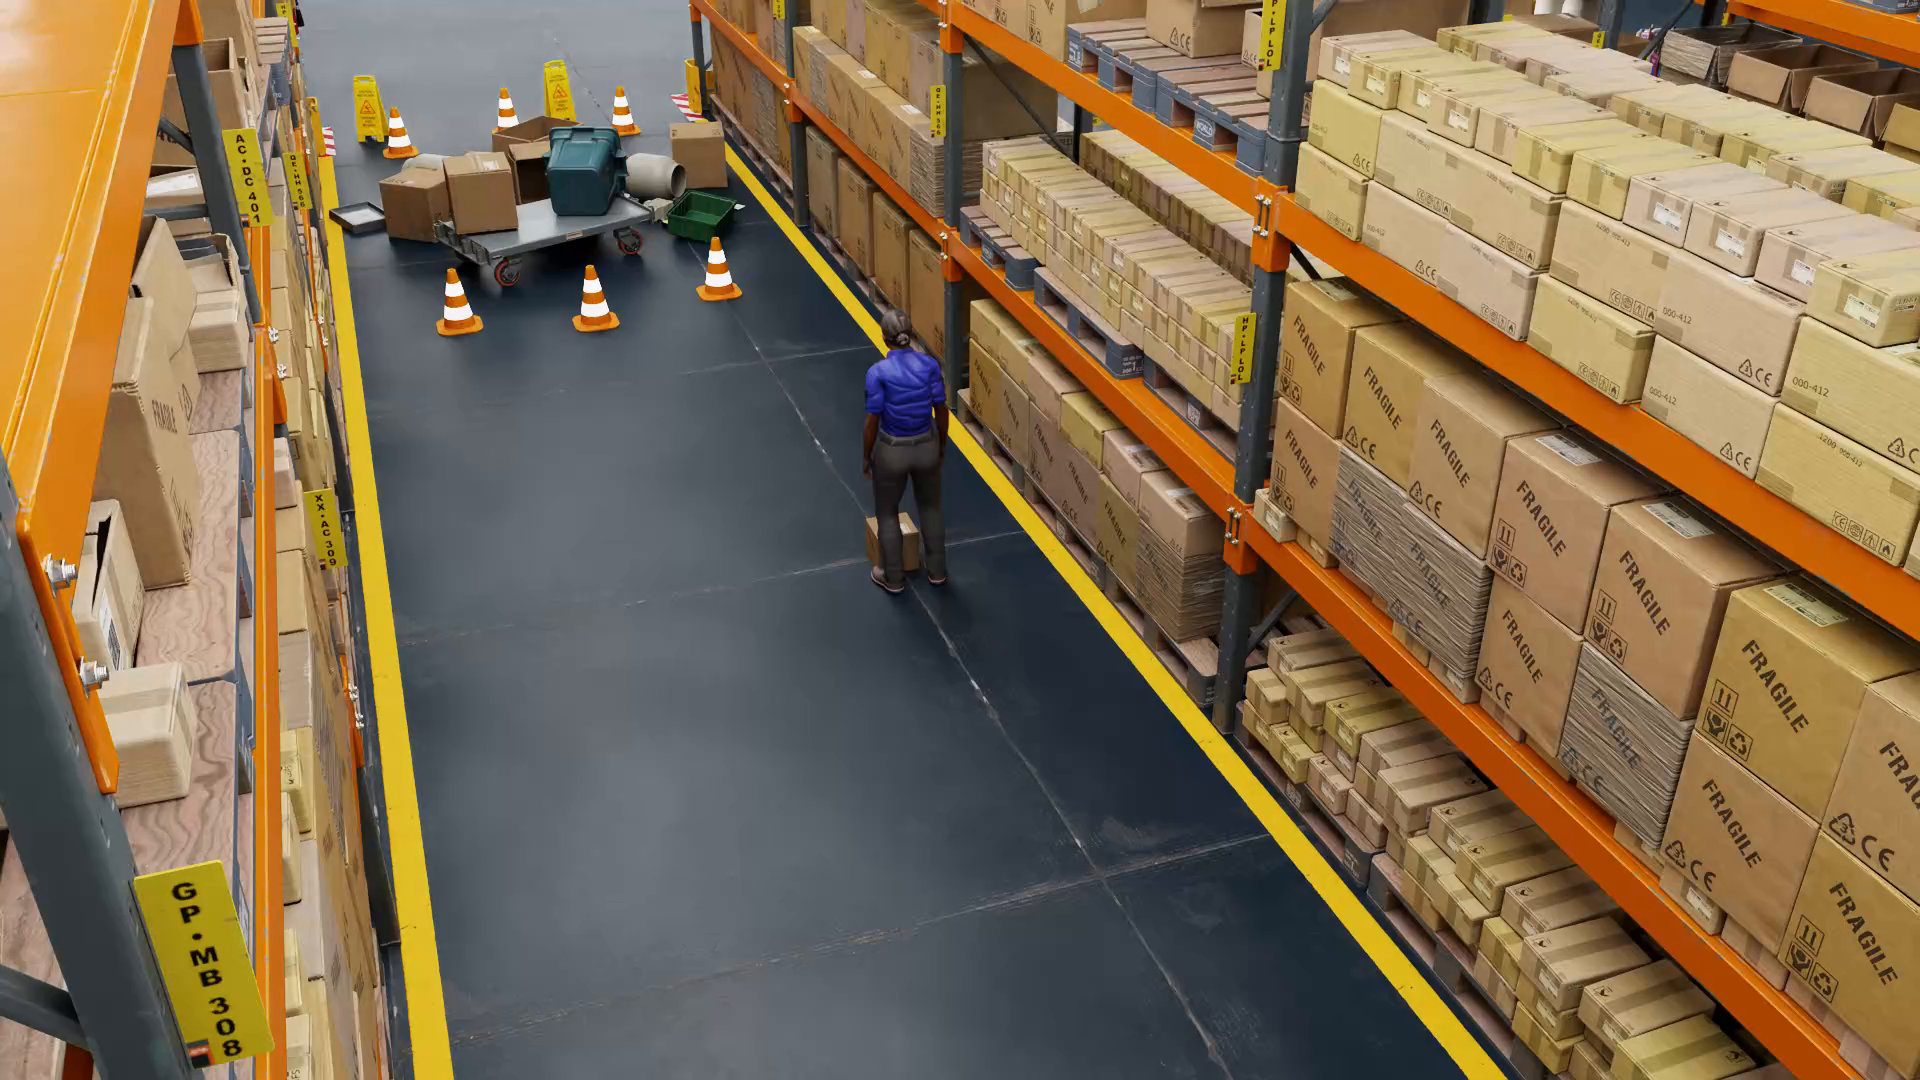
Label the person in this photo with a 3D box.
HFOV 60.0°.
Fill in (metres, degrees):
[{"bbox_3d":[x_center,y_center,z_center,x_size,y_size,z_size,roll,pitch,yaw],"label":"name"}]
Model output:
[{"bbox_3d":[-0.297,-0.479,9.171,0.504,1.655,0.349,-10,32,-17],"label":"person"}]
